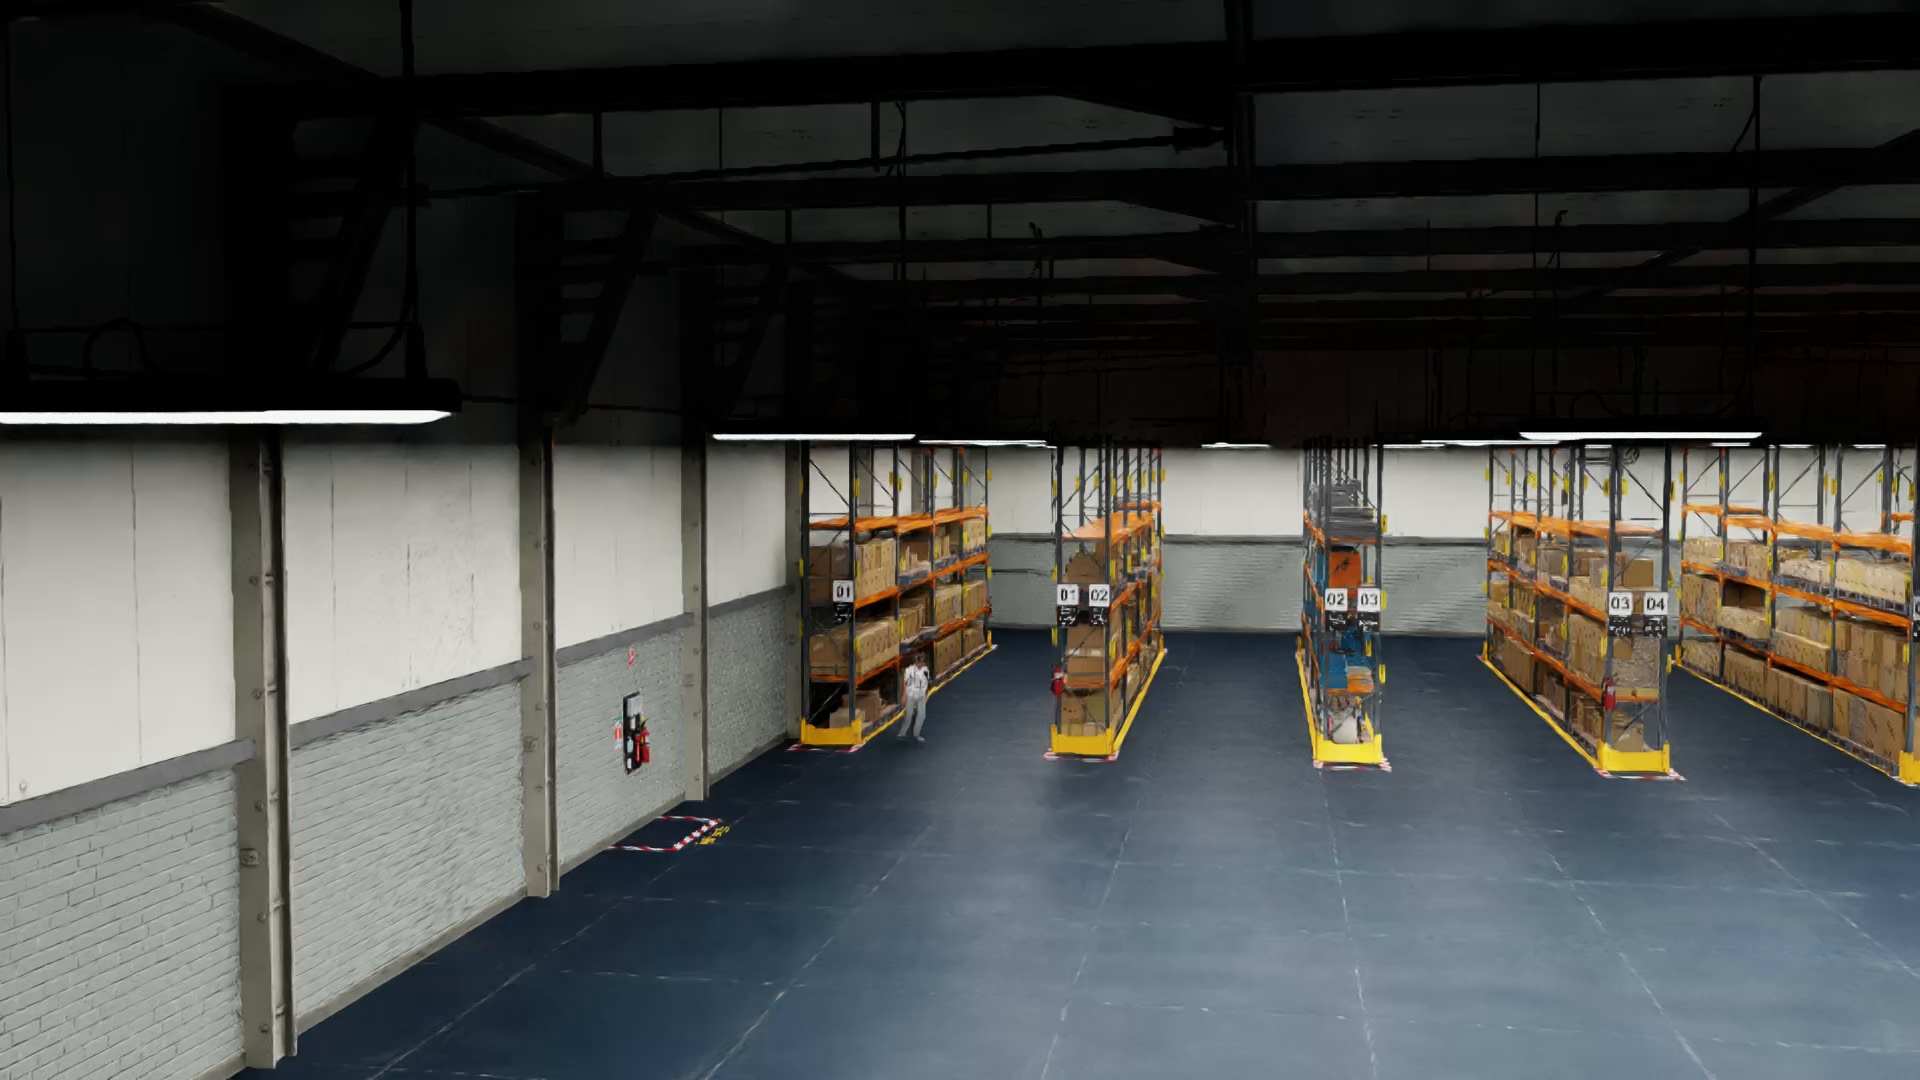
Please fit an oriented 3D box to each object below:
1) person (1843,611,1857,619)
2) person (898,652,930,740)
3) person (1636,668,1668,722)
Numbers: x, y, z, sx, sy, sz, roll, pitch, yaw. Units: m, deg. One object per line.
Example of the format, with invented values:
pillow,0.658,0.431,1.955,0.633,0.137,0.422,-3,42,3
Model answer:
person,22.848,2.569,42.726,0.502,1.666,0.662,0,3,6
person,-0.914,3.072,32.913,0.593,1.745,0.578,-1,3,-26
person,14.552,3.001,35.034,0.483,1.615,0.993,0,3,2
